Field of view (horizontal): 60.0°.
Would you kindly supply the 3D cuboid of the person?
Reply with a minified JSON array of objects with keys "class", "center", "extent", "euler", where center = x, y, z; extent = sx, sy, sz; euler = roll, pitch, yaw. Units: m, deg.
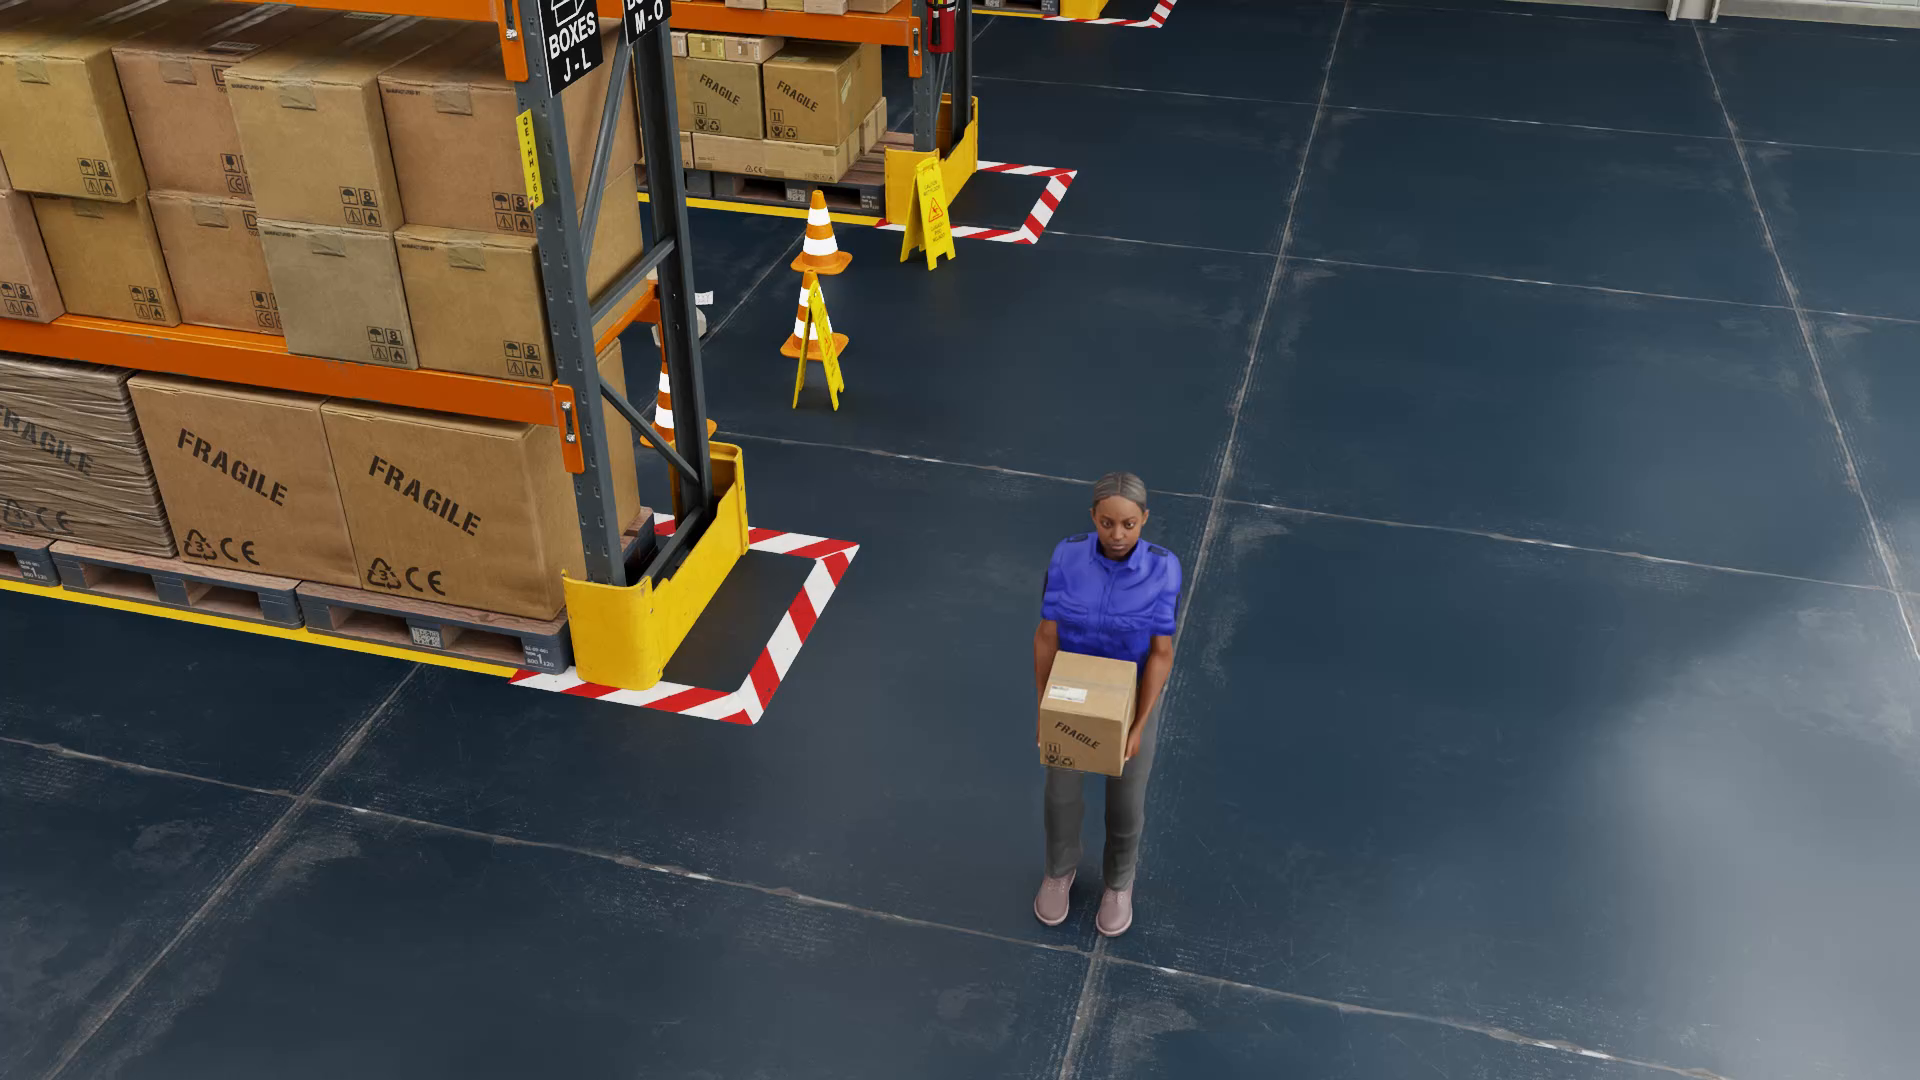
[{"class":"person","center":[0.438,0.566,5.281],"extent":[0.441,1.656,0.501],"euler":[8,34,12]}]
